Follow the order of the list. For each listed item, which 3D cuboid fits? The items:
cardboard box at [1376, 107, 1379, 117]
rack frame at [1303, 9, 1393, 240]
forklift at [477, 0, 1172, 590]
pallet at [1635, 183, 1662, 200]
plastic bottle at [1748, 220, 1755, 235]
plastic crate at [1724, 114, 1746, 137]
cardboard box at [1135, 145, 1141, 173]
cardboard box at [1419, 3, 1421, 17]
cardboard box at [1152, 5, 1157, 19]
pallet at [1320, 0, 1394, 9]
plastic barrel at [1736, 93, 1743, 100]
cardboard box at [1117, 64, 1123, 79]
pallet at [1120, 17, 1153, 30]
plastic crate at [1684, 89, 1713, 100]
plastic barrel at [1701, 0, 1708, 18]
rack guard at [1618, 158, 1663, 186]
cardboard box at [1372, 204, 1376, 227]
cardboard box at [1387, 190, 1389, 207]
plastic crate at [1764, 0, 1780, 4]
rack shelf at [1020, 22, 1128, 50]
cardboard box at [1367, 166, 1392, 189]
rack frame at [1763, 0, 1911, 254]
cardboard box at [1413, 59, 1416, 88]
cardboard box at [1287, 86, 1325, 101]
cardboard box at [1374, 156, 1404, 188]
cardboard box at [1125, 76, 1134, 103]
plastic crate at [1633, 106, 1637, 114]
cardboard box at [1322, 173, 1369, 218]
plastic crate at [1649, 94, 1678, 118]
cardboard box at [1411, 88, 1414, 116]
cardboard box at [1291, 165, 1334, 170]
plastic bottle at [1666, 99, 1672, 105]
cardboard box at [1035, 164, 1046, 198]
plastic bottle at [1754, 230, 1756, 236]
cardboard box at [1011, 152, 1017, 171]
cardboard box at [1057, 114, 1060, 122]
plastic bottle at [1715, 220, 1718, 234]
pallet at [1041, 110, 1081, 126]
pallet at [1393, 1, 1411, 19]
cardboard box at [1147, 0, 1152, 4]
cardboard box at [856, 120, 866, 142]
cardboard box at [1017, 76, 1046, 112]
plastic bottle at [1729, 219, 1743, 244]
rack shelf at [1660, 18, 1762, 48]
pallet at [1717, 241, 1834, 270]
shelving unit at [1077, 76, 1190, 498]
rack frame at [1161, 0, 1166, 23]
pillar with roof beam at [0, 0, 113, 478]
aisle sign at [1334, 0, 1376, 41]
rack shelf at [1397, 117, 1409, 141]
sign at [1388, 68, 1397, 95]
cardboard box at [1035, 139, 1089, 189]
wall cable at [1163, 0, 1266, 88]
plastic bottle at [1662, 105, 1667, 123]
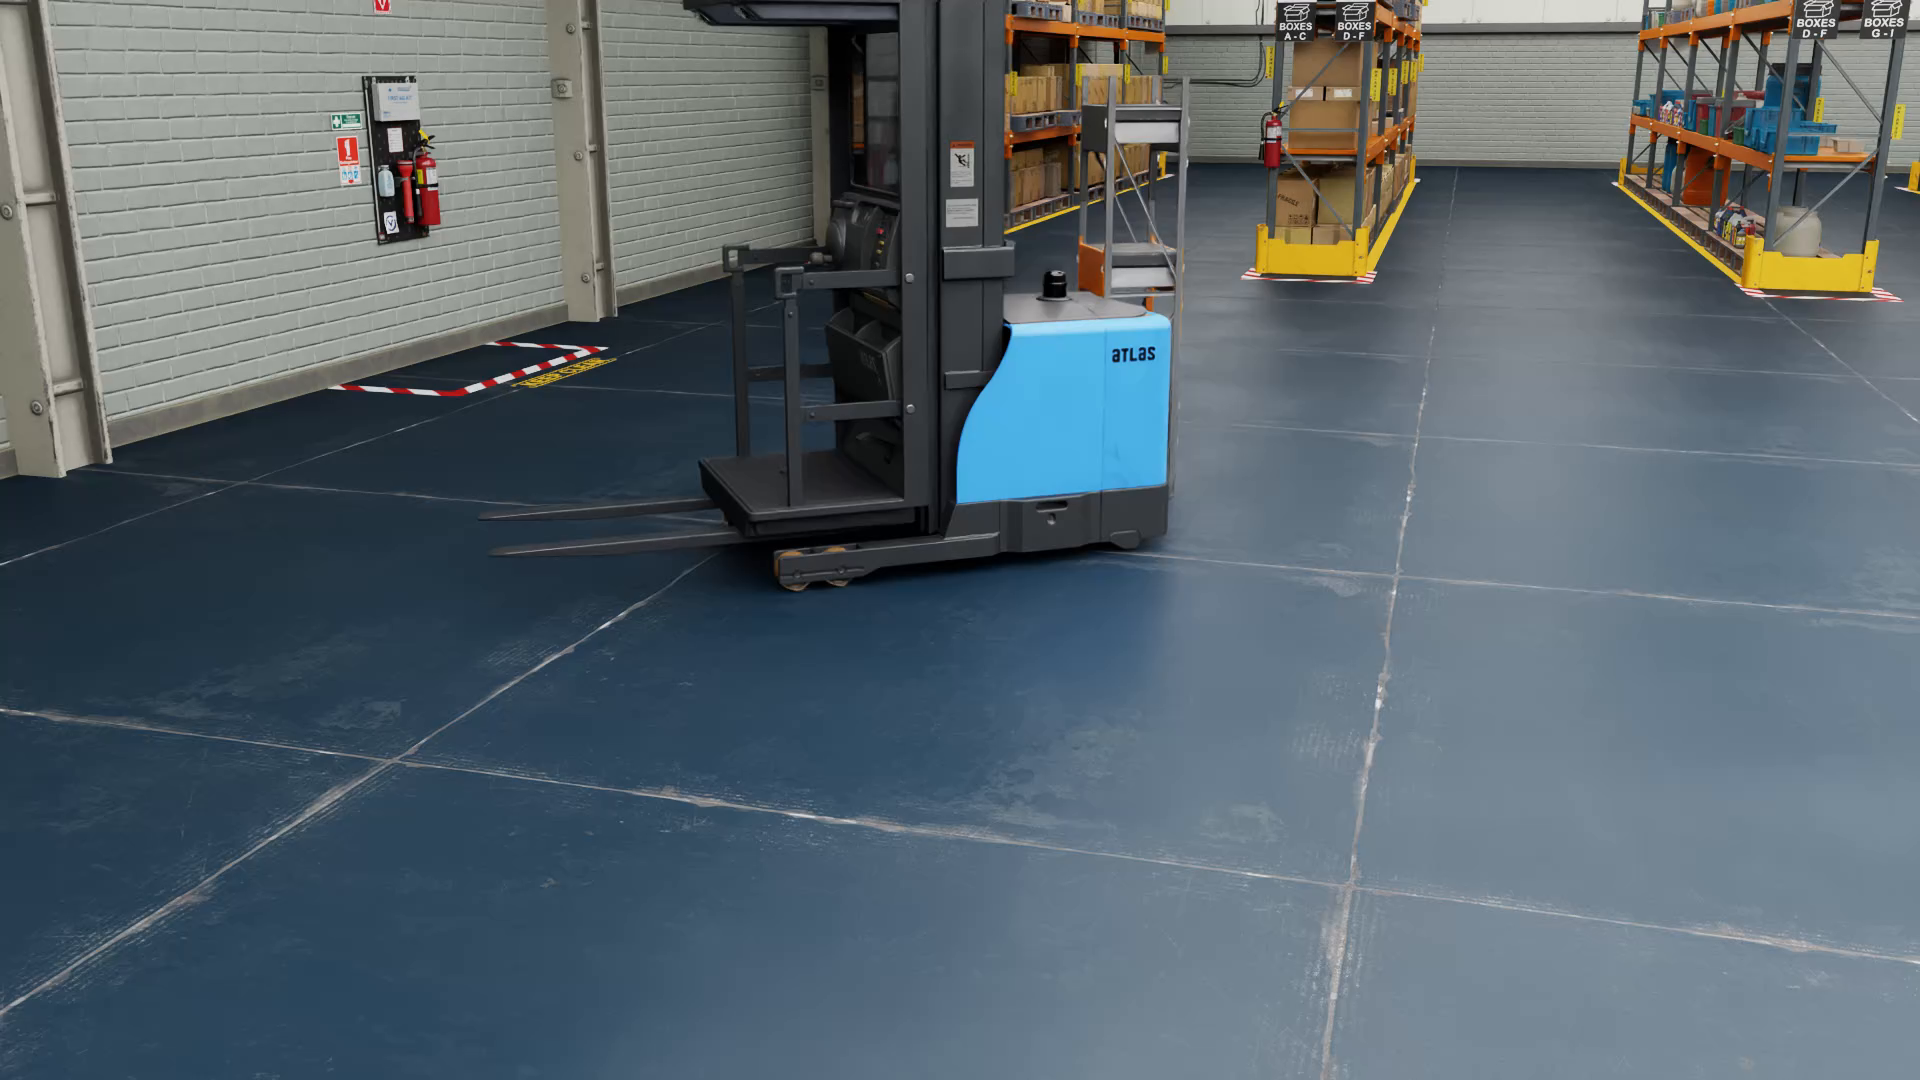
[{"bbox_3d":[5.942,-6.308,24.736,0.500,0.311,0.500,6,17,19],"label":"cardboard box"},{"bbox_3d":[4.951,-5.396,21.358,1.000,3.000,0.127,5,16,16],"label":"rack frame"},{"bbox_3d":[-0.612,-1.358,7.246,3.031,2.935,1.130,-6,17,-19],"label":"forklift"},{"bbox_3d":[12.144,-5.958,28.449,1.003,0.211,1.213,5,16,16],"label":"pallet"},{"bbox_3d":[8.864,-3.440,18.632,0.061,0.283,0.133,5,16,16],"label":"plastic bottle"},{"bbox_3d":[9.428,-4.854,19.561,0.767,0.338,0.504,5,16,16],"label":"plastic crate"},{"bbox_3d":[3.078,-7.325,31.969,0.700,0.500,0.500,5,17,17],"label":"cardboard box"},{"bbox_3d":[8.318,-9.862,30.965,0.500,0.250,0.500,5,16,16],"label":"cardboard box"},{"bbox_3d":[3.510,-10.192,32.089,0.500,0.250,0.500,4,16,14],"label":"cardboard box"},{"bbox_3d":[4.733,-6.572,20.167,1.003,0.211,1.213,5,16,16],"label":"pallet"},{"bbox_3d":[10.748,-5.826,22.667,0.421,0.512,0.421,0,16,0],"label":"plastic barrel"},{"bbox_3d":[2.586,-8.292,29.428,0.500,0.250,0.500,5,17,17],"label":"cardboard box"},{"bbox_3d":[3.065,-9.804,31.564,1.003,0.211,1.213,5,16,16],"label":"pallet"},{"bbox_3d":[12.466,-7.378,28.118,0.402,0.464,0.583,5,16,16],"label":"plastic crate"},{"bbox_3d":[10.394,-7.544,22.514,0.600,0.901,0.600,0,16,0],"label":"plastic barrel"},{"bbox_3d":[13.103,-6.956,31.436,1.175,0.500,0.348,5,16,16],"label":"rack guard"},{"bbox_3d":[5.028,-4.137,21.189,0.500,0.250,0.500,5,16,16],"label":"cardboard box"},{"bbox_3d":[5.883,-4.899,23.874,0.500,0.250,0.500,5,17,17],"label":"cardboard box"},{"bbox_3d":[8.815,-5.922,17.745,0.392,0.384,0.575,5,16,16],"label":"plastic crate"},{"bbox_3d":[1.905,-8.446,27.932,1.077,0.370,4.000,5,16,16],"label":"rack shelf"},{"bbox_3d":[6.033,-5.299,24.257,0.500,0.311,0.500,4,16,15],"label":"cardboard box"},{"bbox_3d":[8.562,-3.965,16.311,1.000,3.000,0.127,5,16,16],"label":"rack frame"},{"bbox_3d":[7.921,-8.389,29.895,0.500,0.500,0.500,4,16,14],"label":"cardboard box"},{"bbox_3d":[3.740,-4.825,17.971,0.380,0.149,0.250,4,16,15],"label":"cardboard box"},{"bbox_3d":[7.067,-6.087,27.569,0.500,0.500,0.500,5,17,17],"label":"cardboard box"},{"bbox_3d":[2.644,-8.158,30.543,0.980,0.700,0.700,5,17,17],"label":"cardboard box"},{"bbox_3d":[12.553,-7.936,30.686,0.250,0.136,0.298,5,16,16],"label":"plastic crate"},{"bbox_3d":[4.450,-3.976,19.244,0.500,0.500,0.500,5,16,16],"label":"cardboard box"},{"bbox_3d":[11.778,-7.274,27.897,0.392,0.384,0.575,5,16,16],"label":"plastic crate"},{"bbox_3d":[7.917,-7.915,30.053,0.500,0.500,0.500,5,16,16],"label":"cardboard box"},{"bbox_3d":[4.384,-4.408,20.768,0.500,0.500,0.500,5,16,16],"label":"cardboard box"},{"bbox_3d":[11.550,-7.003,27.113,0.144,0.351,0.185,5,16,16],"label":"plastic bottle"},{"bbox_3d":[0.925,-5.517,25.558,0.700,0.500,0.500,5,16,16],"label":"cardboard box"},{"bbox_3d":[8.926,-3.440,18.783,0.097,0.201,0.097,0,16,0],"label":"plastic bottle"},{"bbox_3d":[0.515,-5.459,23.978,0.500,0.250,0.500,4,16,15],"label":"cardboard box"},{"bbox_3d":[1.653,-6.783,26.670,0.380,0.149,0.250,4,16,15],"label":"cardboard box"},{"bbox_3d":[9.130,-3.774,19.961,0.097,0.201,0.097,0,16,0],"label":"plastic bottle"},{"bbox_3d":[1.237,-6.539,25.738,1.213,0.211,1.003,5,16,16],"label":"pallet"},{"bbox_3d":[5.665,-7.318,22.981,1.003,0.211,1.213,5,17,18],"label":"pallet"},{"bbox_3d":[3.371,-10.421,31.524,0.500,0.500,0.500,4,16,13],"label":"cardboard box"},{"bbox_3d":[-0.990,-4.808,19.521,0.500,0.250,0.500,5,17,17],"label":"cardboard box"},{"bbox_3d":[0.880,-6.634,24.733,0.700,0.500,0.500,5,16,16],"label":"cardboard box"},{"bbox_3d":[8.801,-3.481,18.789,0.152,0.276,0.135,4,16,14],"label":"plastic bottle"},{"bbox_3d":[11.404,-7.678,25.224,1.077,0.370,4.000,5,16,16],"label":"rack shelf"},{"bbox_3d":[9.123,-3.177,18.644,1.003,0.211,1.213,5,16,16],"label":"pallet"},{"bbox_3d":[0.864,-1.284,8.510,0.431,2.100,0.503,-3,16,-11],"label":"shelving unit"},{"bbox_3d":[3.610,-11.805,32.959,1.000,3.000,0.127,5,16,16],"label":"rack frame"},{"bbox_3d":[-0.850,-4.396,6.837,9.100,9.000,0.400,5,16,16],"label":"pillar with roof beam"},{"bbox_3d":[4.089,-5.560,17.169,0.394,0.787,0.004,5,16,16],"label":"aisle sign"},{"bbox_3d":[6.656,-6.620,26.991,1.077,0.370,4.000,5,16,16],"label":"rack shelf"},{"bbox_3d":[5.483,-5.808,21.079,0.100,0.325,0.005,5,16,16],"label":"sign"},{"bbox_3d":[1.672,-6.176,27.277,0.750,0.750,0.750,4,16,15],"label":"cardboard box"},{"bbox_3d":[5.560,-11.763,38.502,3.097,2.526,0.112,5,16,16],"label":"wall cable"},{"bbox_3d":[11.312,-6.827,26.637,0.097,0.271,0.097,0,16,0],"label":"plastic bottle"}]
